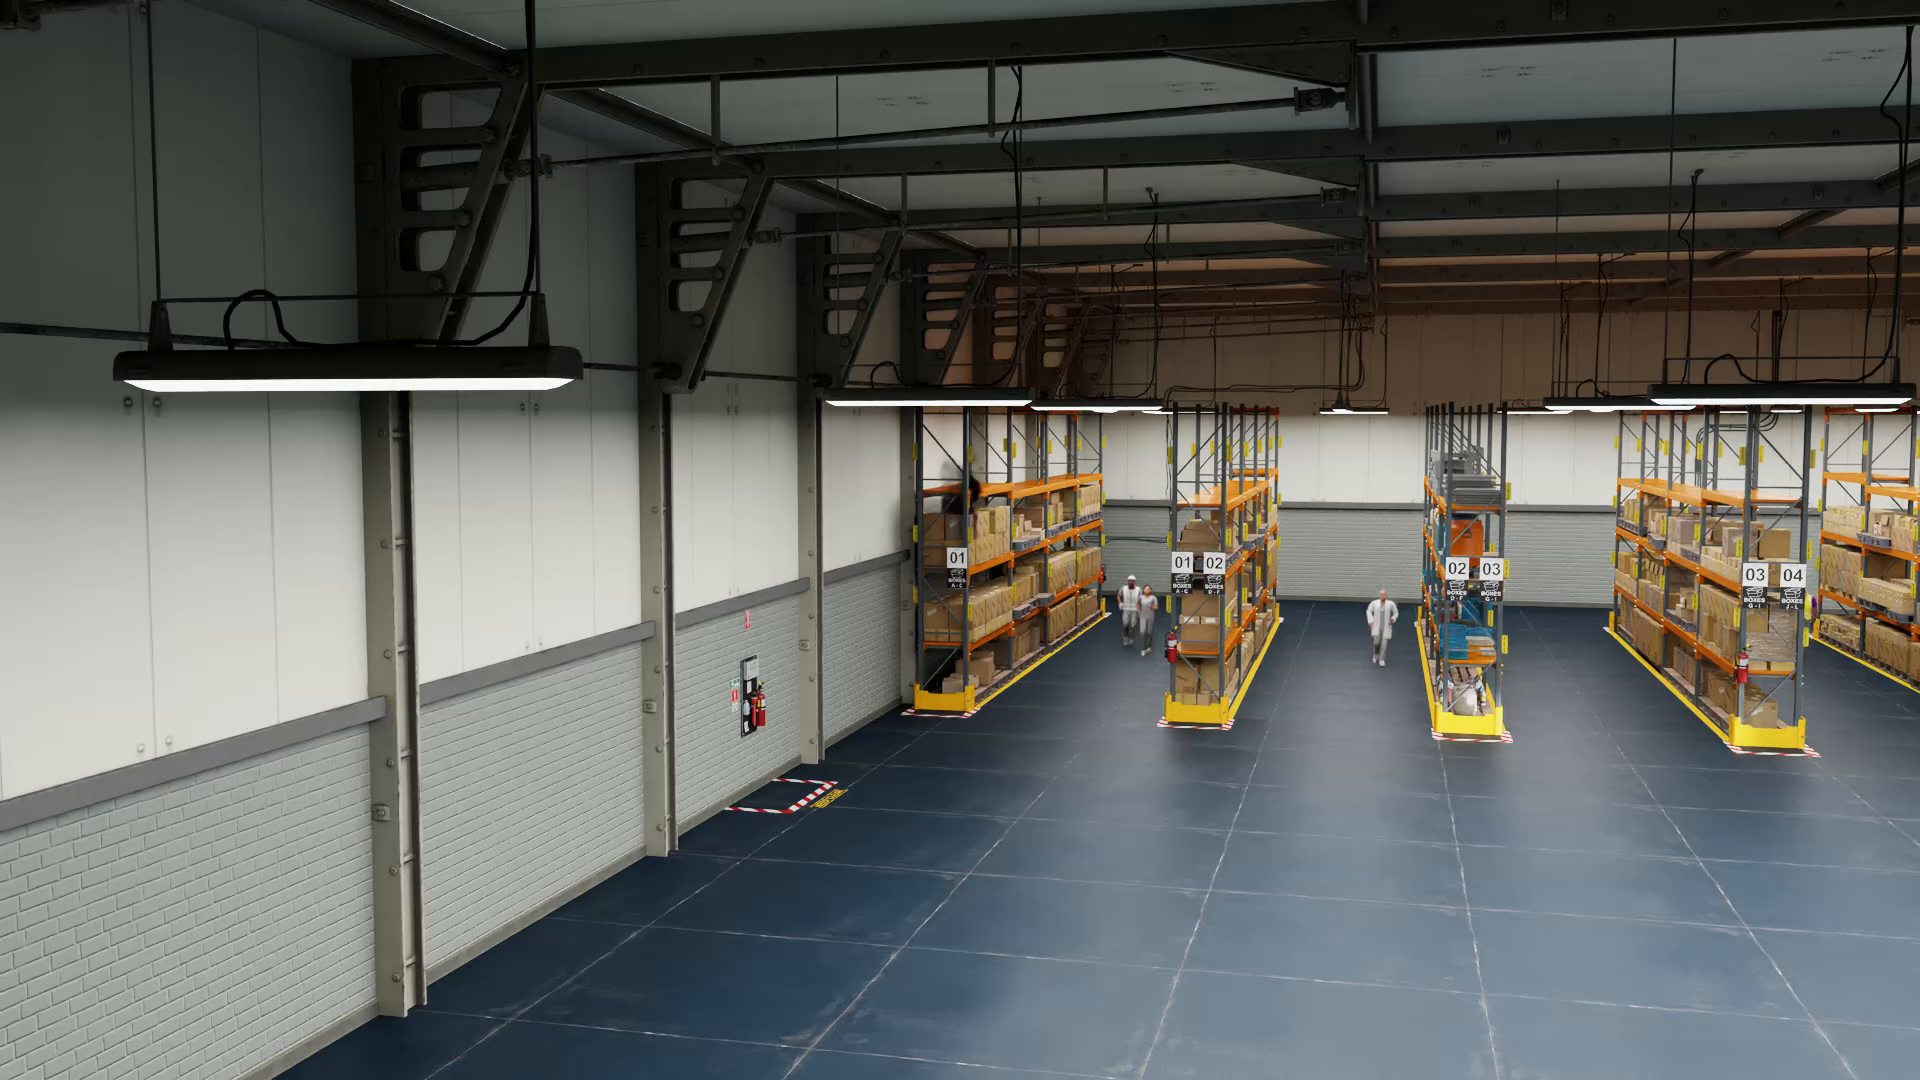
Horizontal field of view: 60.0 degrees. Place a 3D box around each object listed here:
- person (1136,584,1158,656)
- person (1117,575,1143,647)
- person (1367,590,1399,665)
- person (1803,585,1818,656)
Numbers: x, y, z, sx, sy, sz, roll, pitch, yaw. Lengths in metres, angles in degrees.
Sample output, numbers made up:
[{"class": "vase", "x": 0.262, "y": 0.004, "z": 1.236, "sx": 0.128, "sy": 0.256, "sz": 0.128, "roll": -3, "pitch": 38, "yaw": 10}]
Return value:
[{"class": "person", "x": 4.509, "y": 1.930, "z": 40.135, "sx": 0.548, "sy": 1.726, "sz": 0.709, "roll": 1, "pitch": 4, "yaw": 9}, {"class": "person", "x": 4.258, "y": 1.776, "z": 41.521, "sx": 0.656, "sy": 1.778, "sz": 0.690, "roll": 0, "pitch": 4, "yaw": 3}, {"class": "person", "x": 9.739, "y": 2.022, "z": 38.324, "sx": 0.722, "sy": 1.746, "sz": 0.628, "roll": 1, "pitch": 4, "yaw": 14}, {"class": "person", "x": 20.218, "y": 1.907, "z": 39.957, "sx": 0.710, "sy": 1.737, "sz": 0.644, "roll": 1, "pitch": 4, "yaw": 17}]
